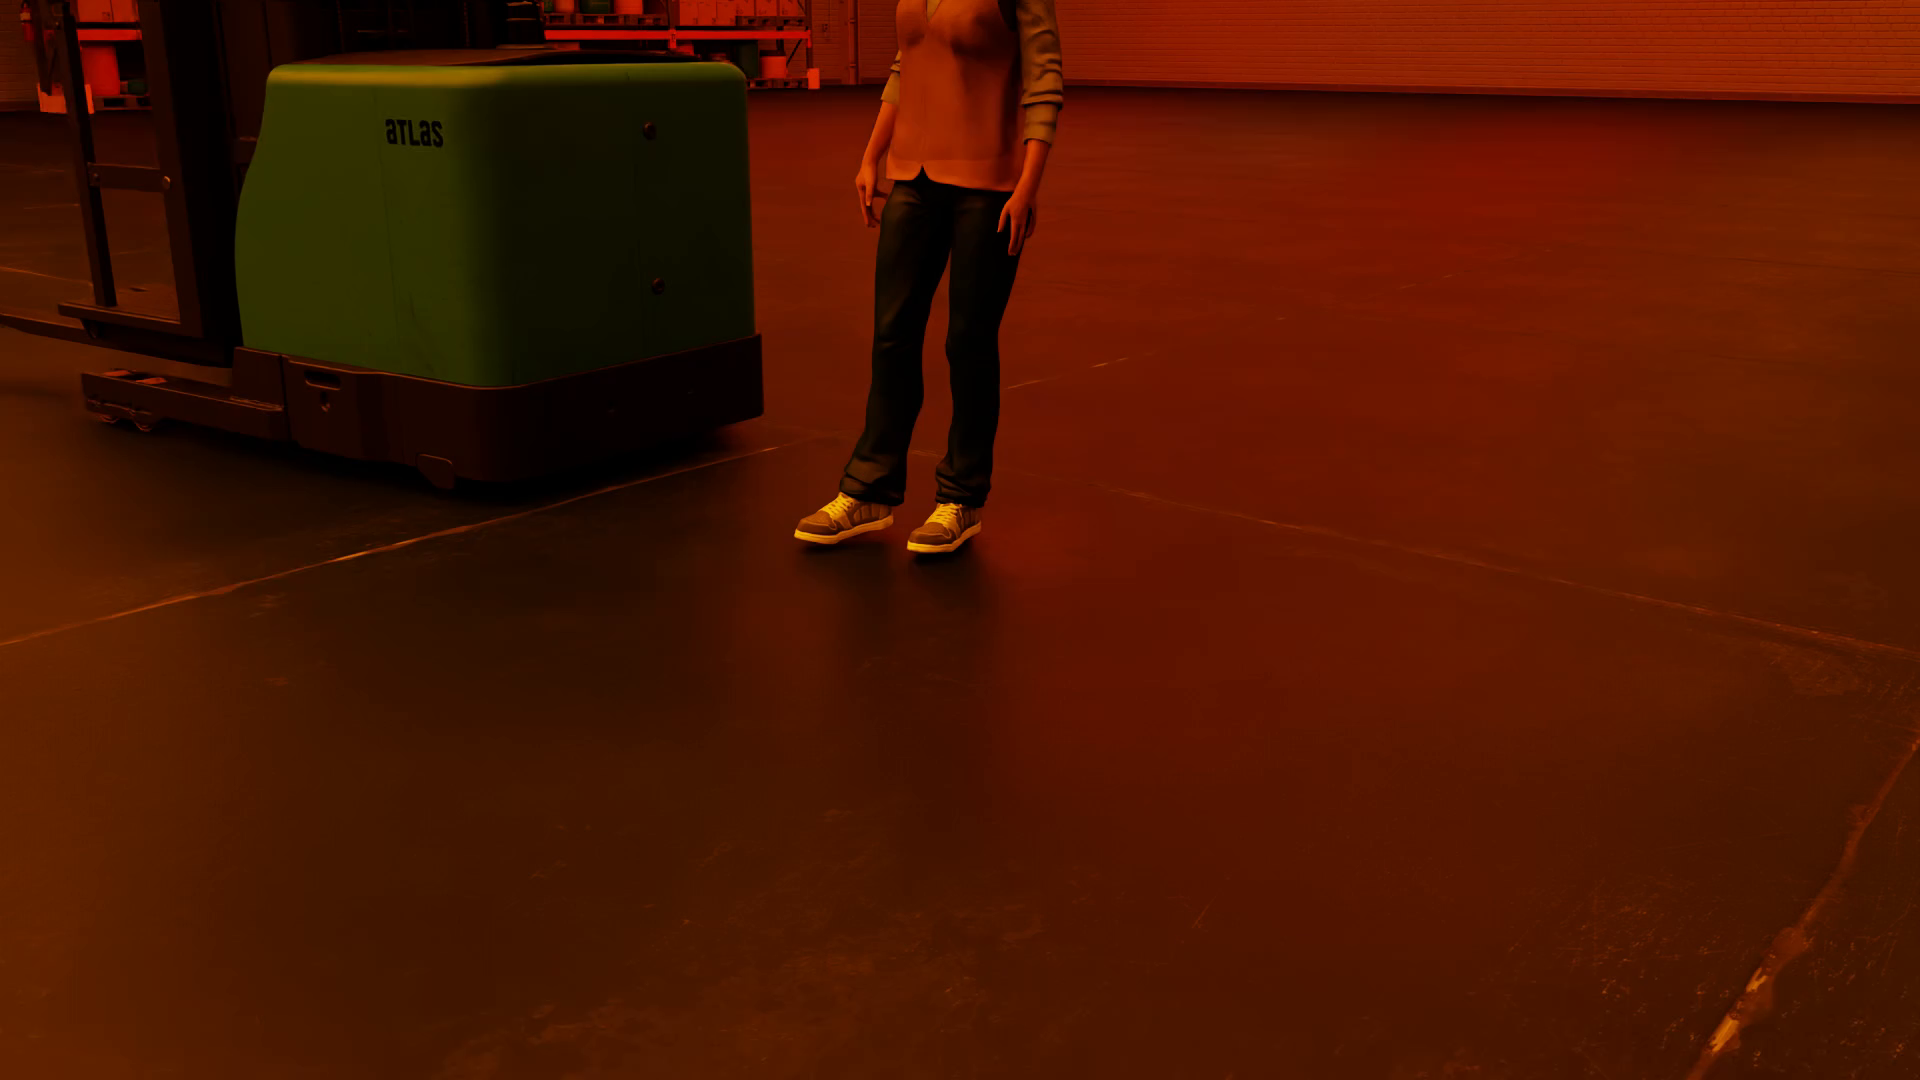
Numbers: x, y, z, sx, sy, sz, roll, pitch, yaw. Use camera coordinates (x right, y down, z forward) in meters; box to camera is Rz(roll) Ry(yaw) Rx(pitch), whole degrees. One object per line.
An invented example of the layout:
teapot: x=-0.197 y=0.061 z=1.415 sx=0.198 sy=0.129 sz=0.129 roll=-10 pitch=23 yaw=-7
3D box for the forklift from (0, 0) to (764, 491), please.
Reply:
forklift: x=-2.085 y=-1.841 z=4.960 sx=3.031 sy=2.935 sz=1.130 roll=11 pitch=20 yaw=33

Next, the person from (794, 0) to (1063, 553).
person: x=-0.058 y=-0.757 z=3.661 sx=0.521 sy=1.599 sz=0.473 roll=13 pitch=21 yaw=37
